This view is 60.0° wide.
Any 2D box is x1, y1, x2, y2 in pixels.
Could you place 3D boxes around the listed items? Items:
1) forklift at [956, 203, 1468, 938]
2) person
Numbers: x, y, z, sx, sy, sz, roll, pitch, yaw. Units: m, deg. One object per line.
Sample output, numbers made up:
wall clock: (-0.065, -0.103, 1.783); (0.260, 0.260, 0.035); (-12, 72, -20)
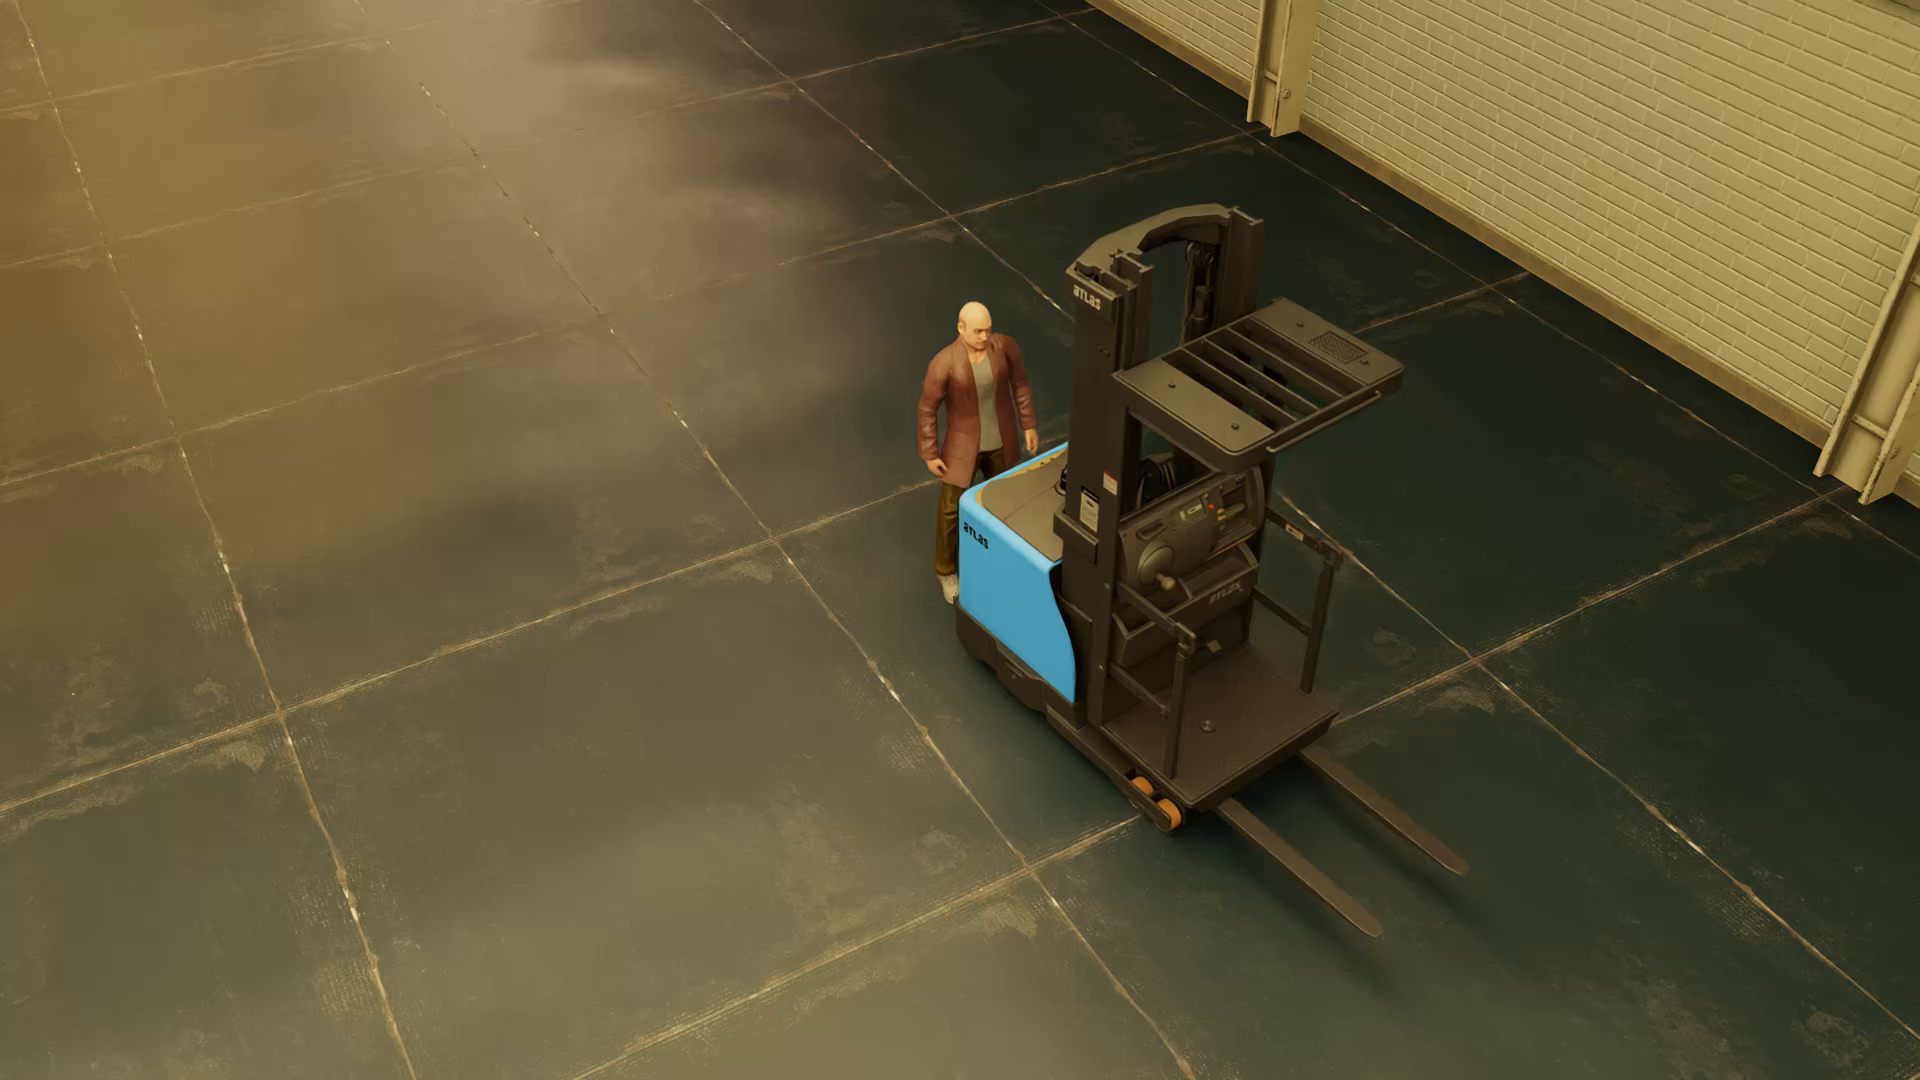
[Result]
forklift: (1.277, 0.004, 8.031); (1.130, 2.935, 3.031); (-26, 46, -28)
person: (0.135, -0.522, 9.618); (0.758, 1.735, 0.690); (-14, 42, -16)
